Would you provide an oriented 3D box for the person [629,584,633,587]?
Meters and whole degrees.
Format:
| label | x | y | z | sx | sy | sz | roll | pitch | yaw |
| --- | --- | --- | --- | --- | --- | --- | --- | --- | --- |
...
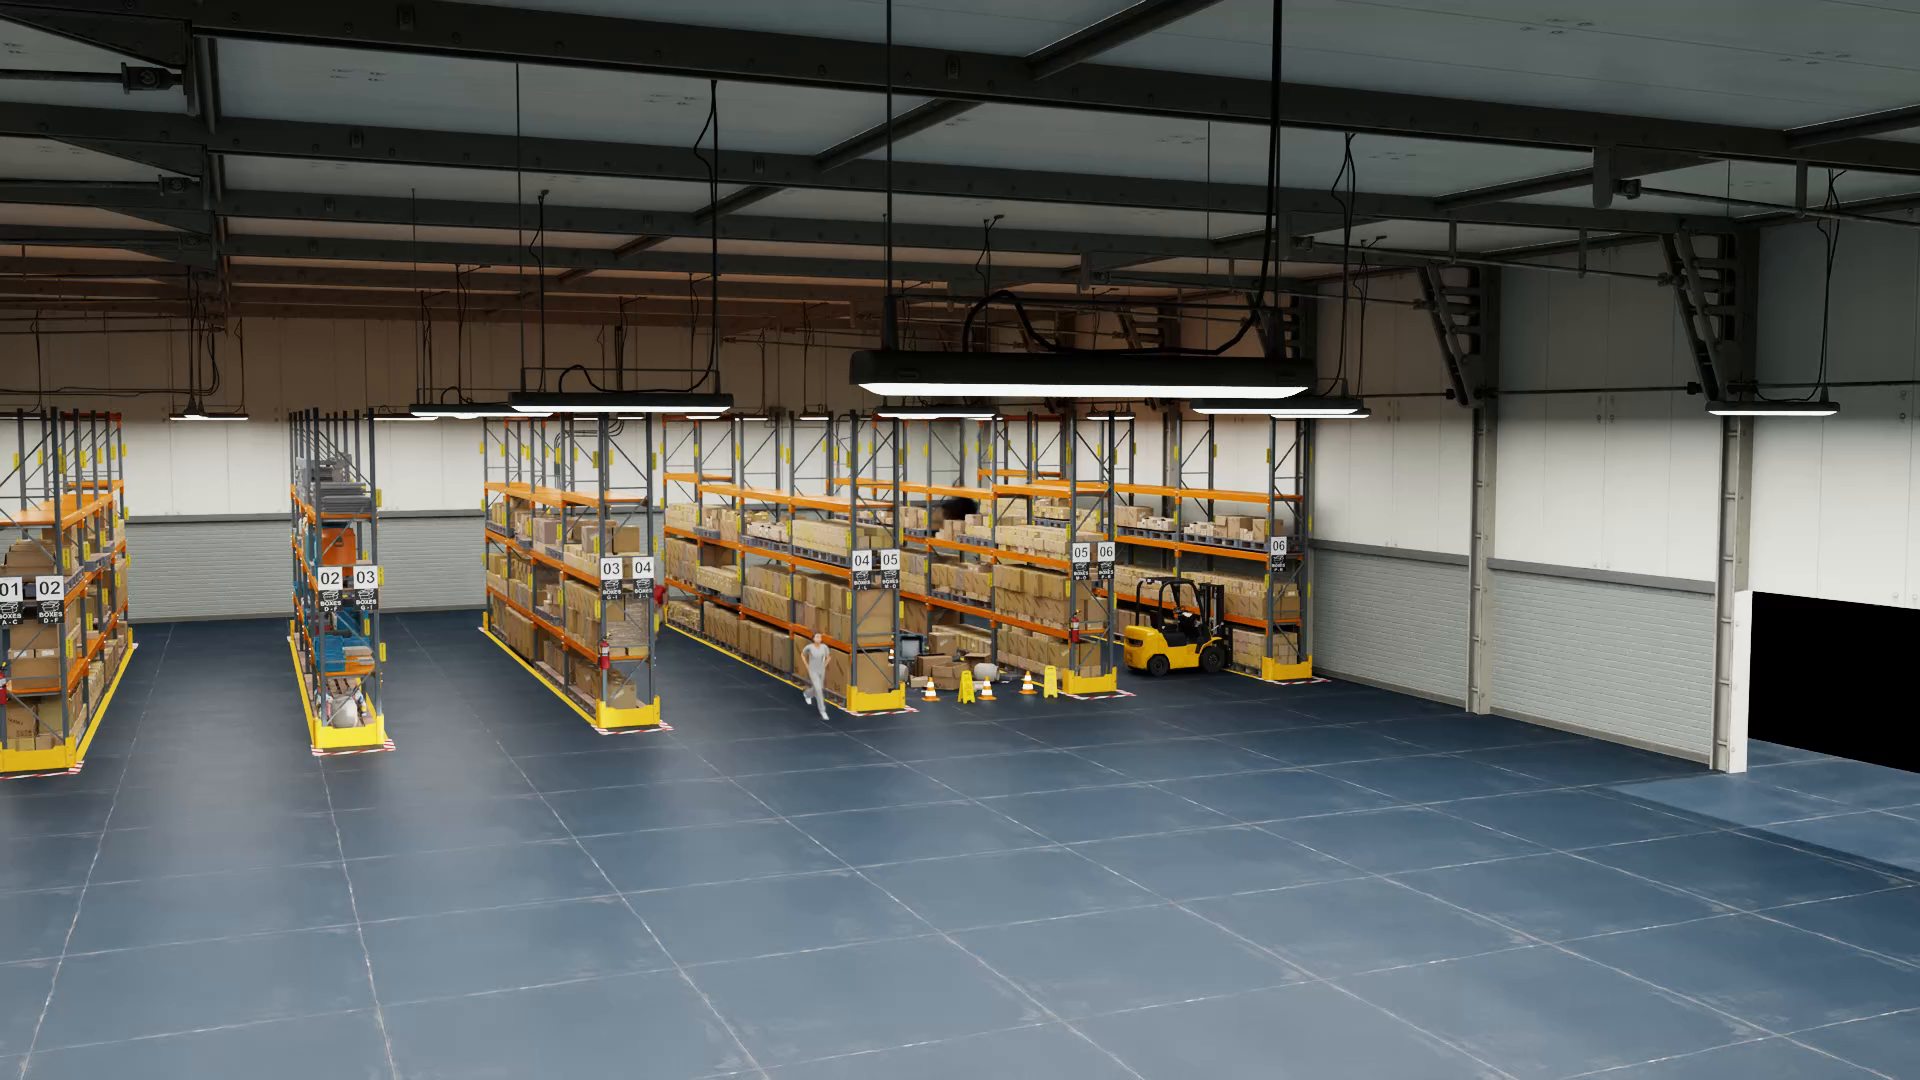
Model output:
| label | x | y | z | sx | sy | sz | roll | pitch | yaw |
| --- | --- | --- | --- | --- | --- | --- | --- | --- | --- |
| person | -9.358 | 1.522 | 48.203 | 0.592 | 1.652 | 0.855 | 4 | 6 | 43 |

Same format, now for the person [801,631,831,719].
| label | x | y | z | sx | sy | sz | roll | pitch | yaw |
| --- | --- | --- | --- | --- | --- | --- | --- | --- | --- |
| person | -2.818 | 2.636 | 32.666 | 0.528 | 1.651 | 1.111 | -3 | 5 | -34 |

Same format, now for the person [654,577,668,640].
| label | x | y | z | sx | sy | sz | roll | pitch | yaw |
| --- | --- | --- | --- | --- | --- | --- | --- | --- | --- |
| person | -7.993 | 1.821 | 43.844 | 0.707 | 1.678 | 0.660 | -2 | 4 | -26 |
